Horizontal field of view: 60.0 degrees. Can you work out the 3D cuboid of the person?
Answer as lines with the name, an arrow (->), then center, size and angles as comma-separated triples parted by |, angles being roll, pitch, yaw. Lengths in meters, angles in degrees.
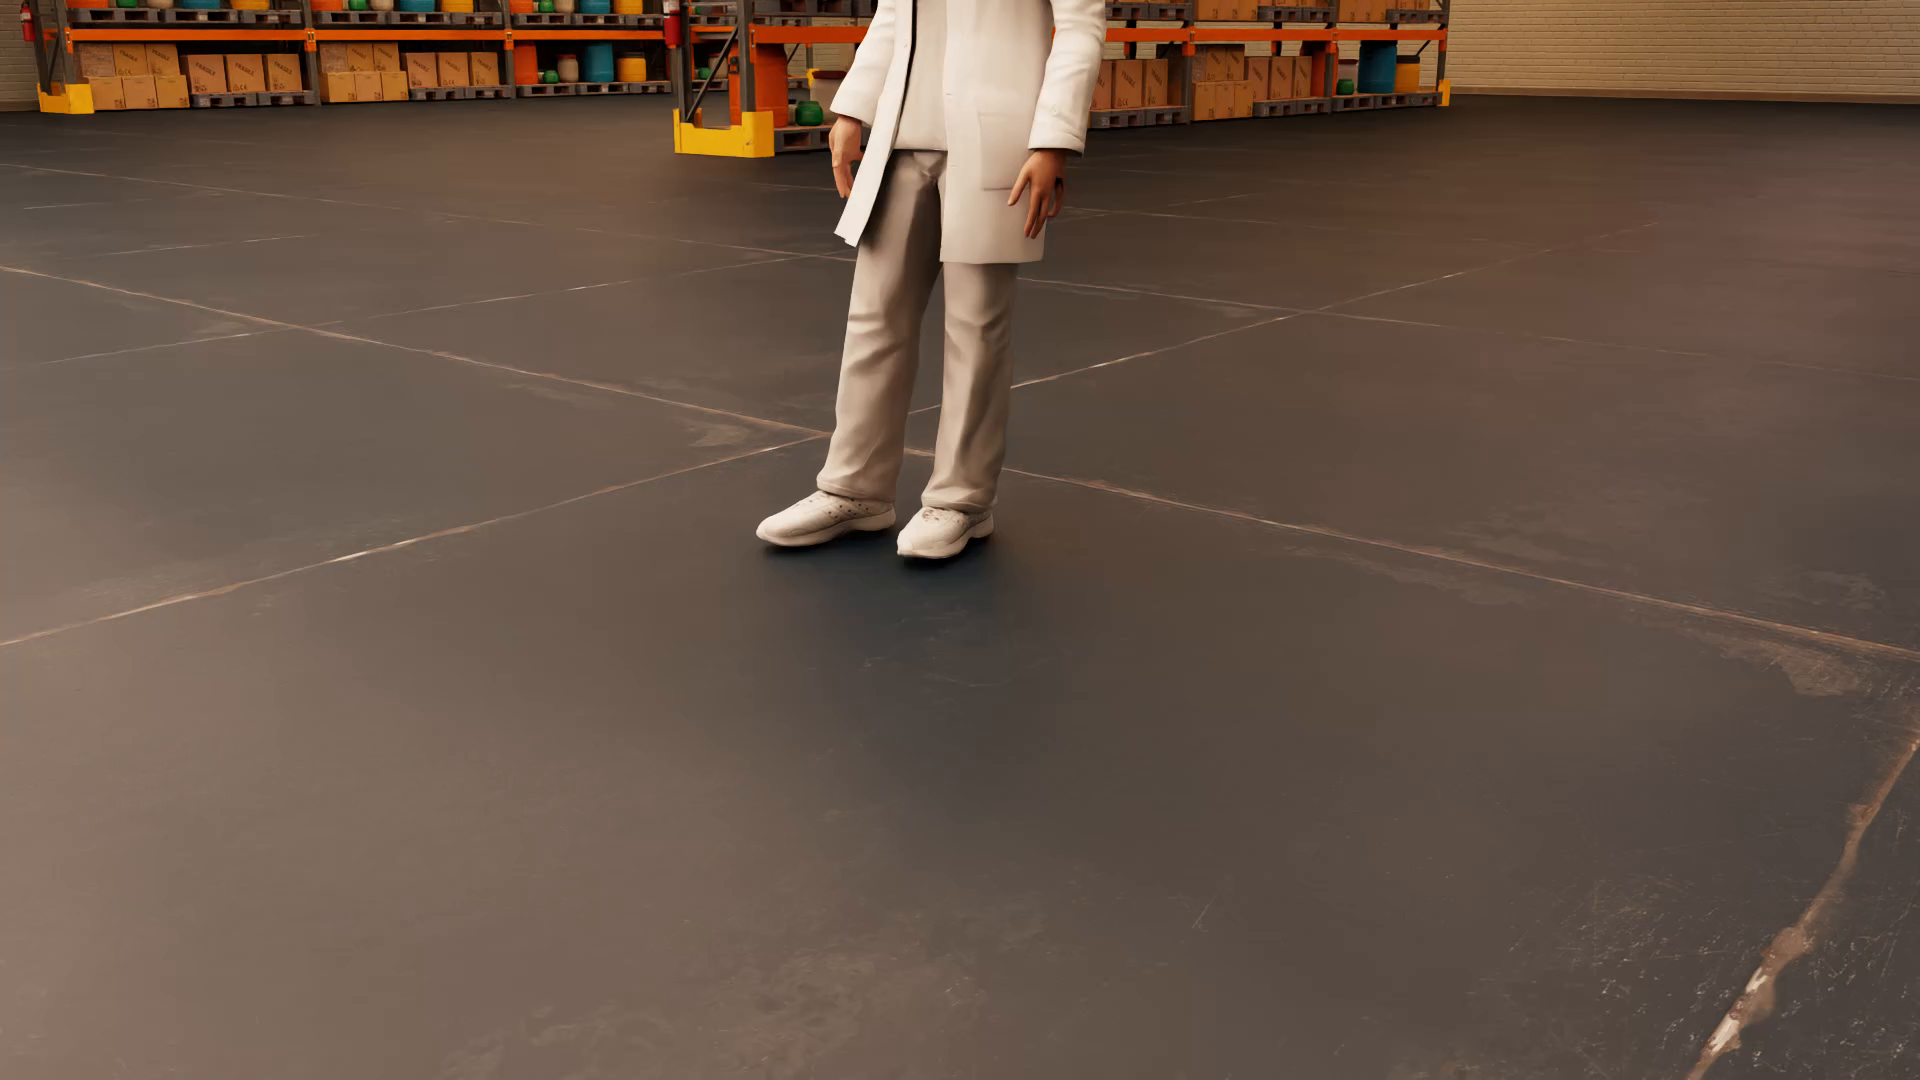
person -> -0.061, -0.838, 3.618 | 0.696, 1.775, 0.581 | 13, 21, 37
